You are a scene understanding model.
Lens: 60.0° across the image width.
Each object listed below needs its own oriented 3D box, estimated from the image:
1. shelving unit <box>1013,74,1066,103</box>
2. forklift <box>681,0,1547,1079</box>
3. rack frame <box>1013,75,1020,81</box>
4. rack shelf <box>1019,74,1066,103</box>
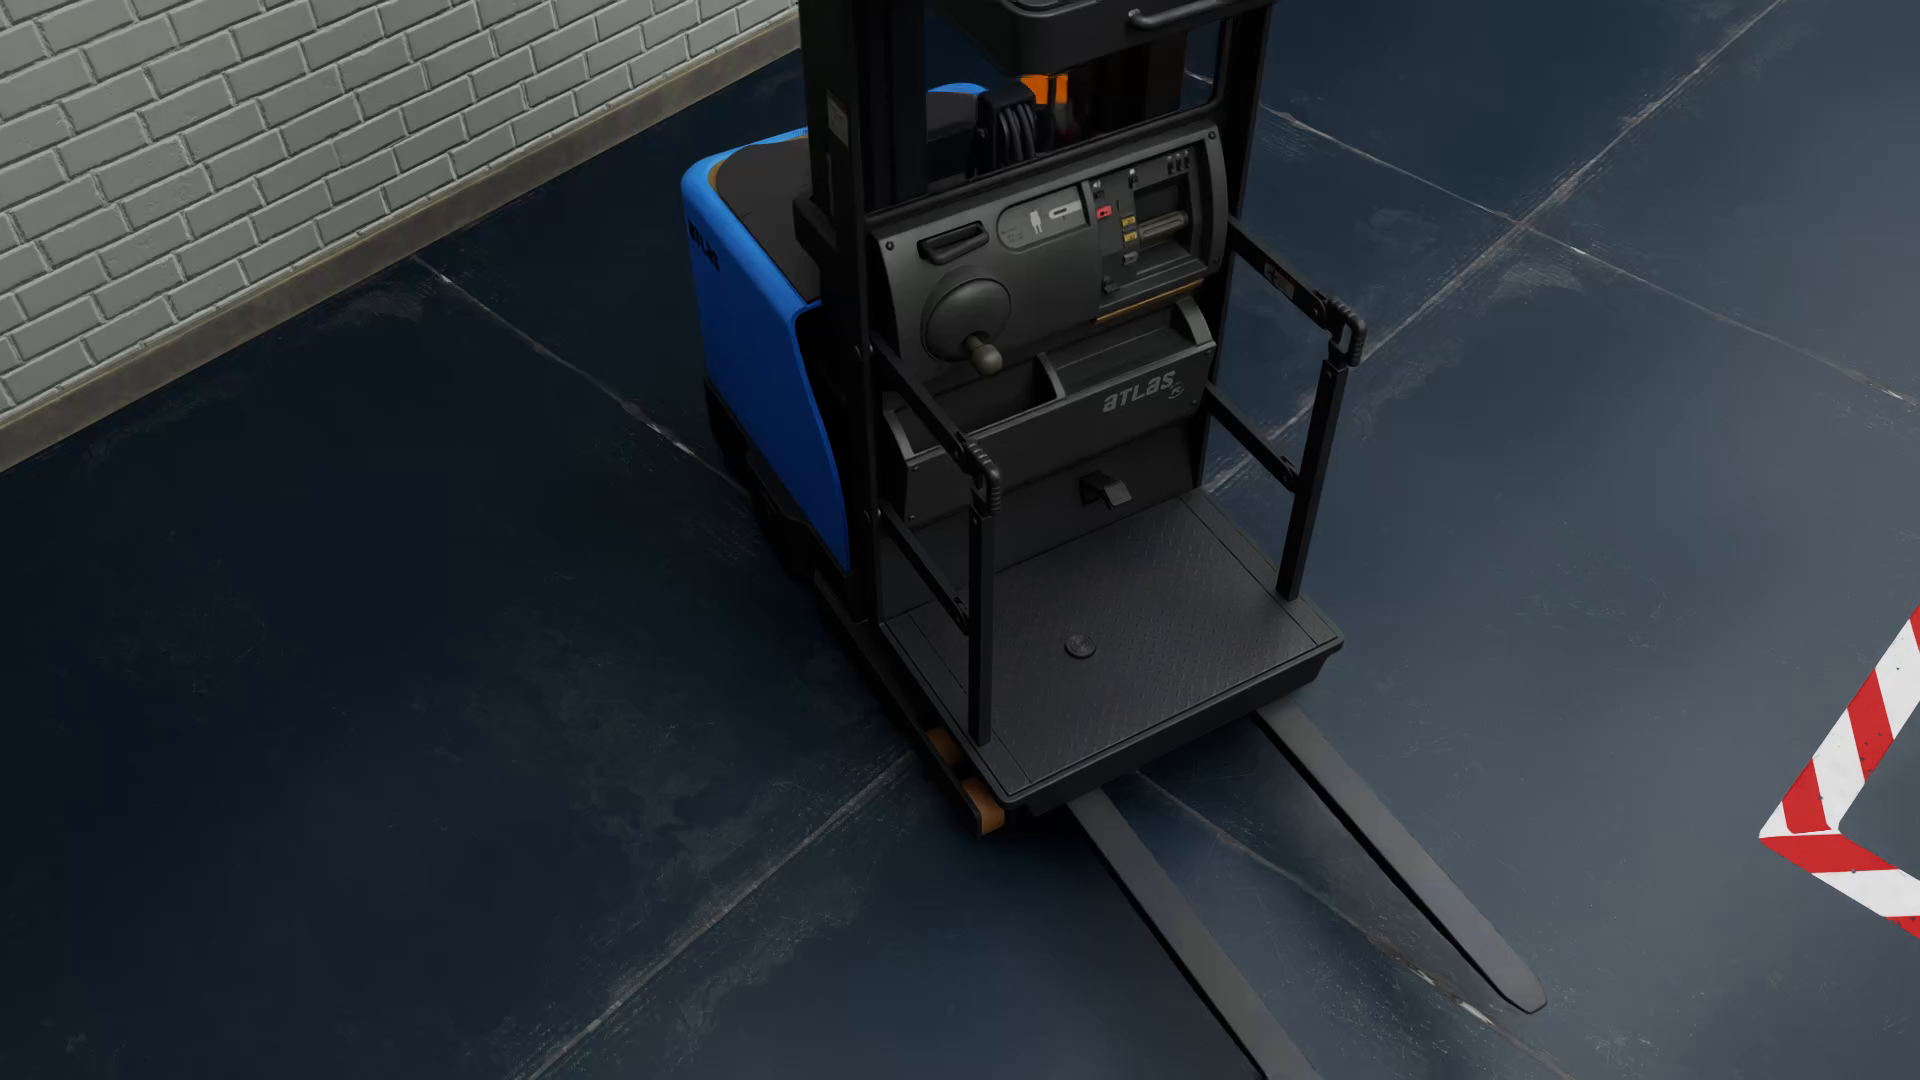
[{"bbox_3d":[0.291,-1.188,5.543,0.258,1.200,0.189,3,47,3],"label":"shelving unit"},{"bbox_3d":[0.345,-0.596,3.799,1.130,2.935,3.031,-23,51,-20],"label":"forklift"},{"bbox_3d":[0.284,-1.122,5.480,0.240,1.200,0.006,3,47,3],"label":"rack frame"},{"bbox_3d":[0.291,-1.404,5.313,0.258,0.103,0.180,3,47,3],"label":"rack shelf"}]
